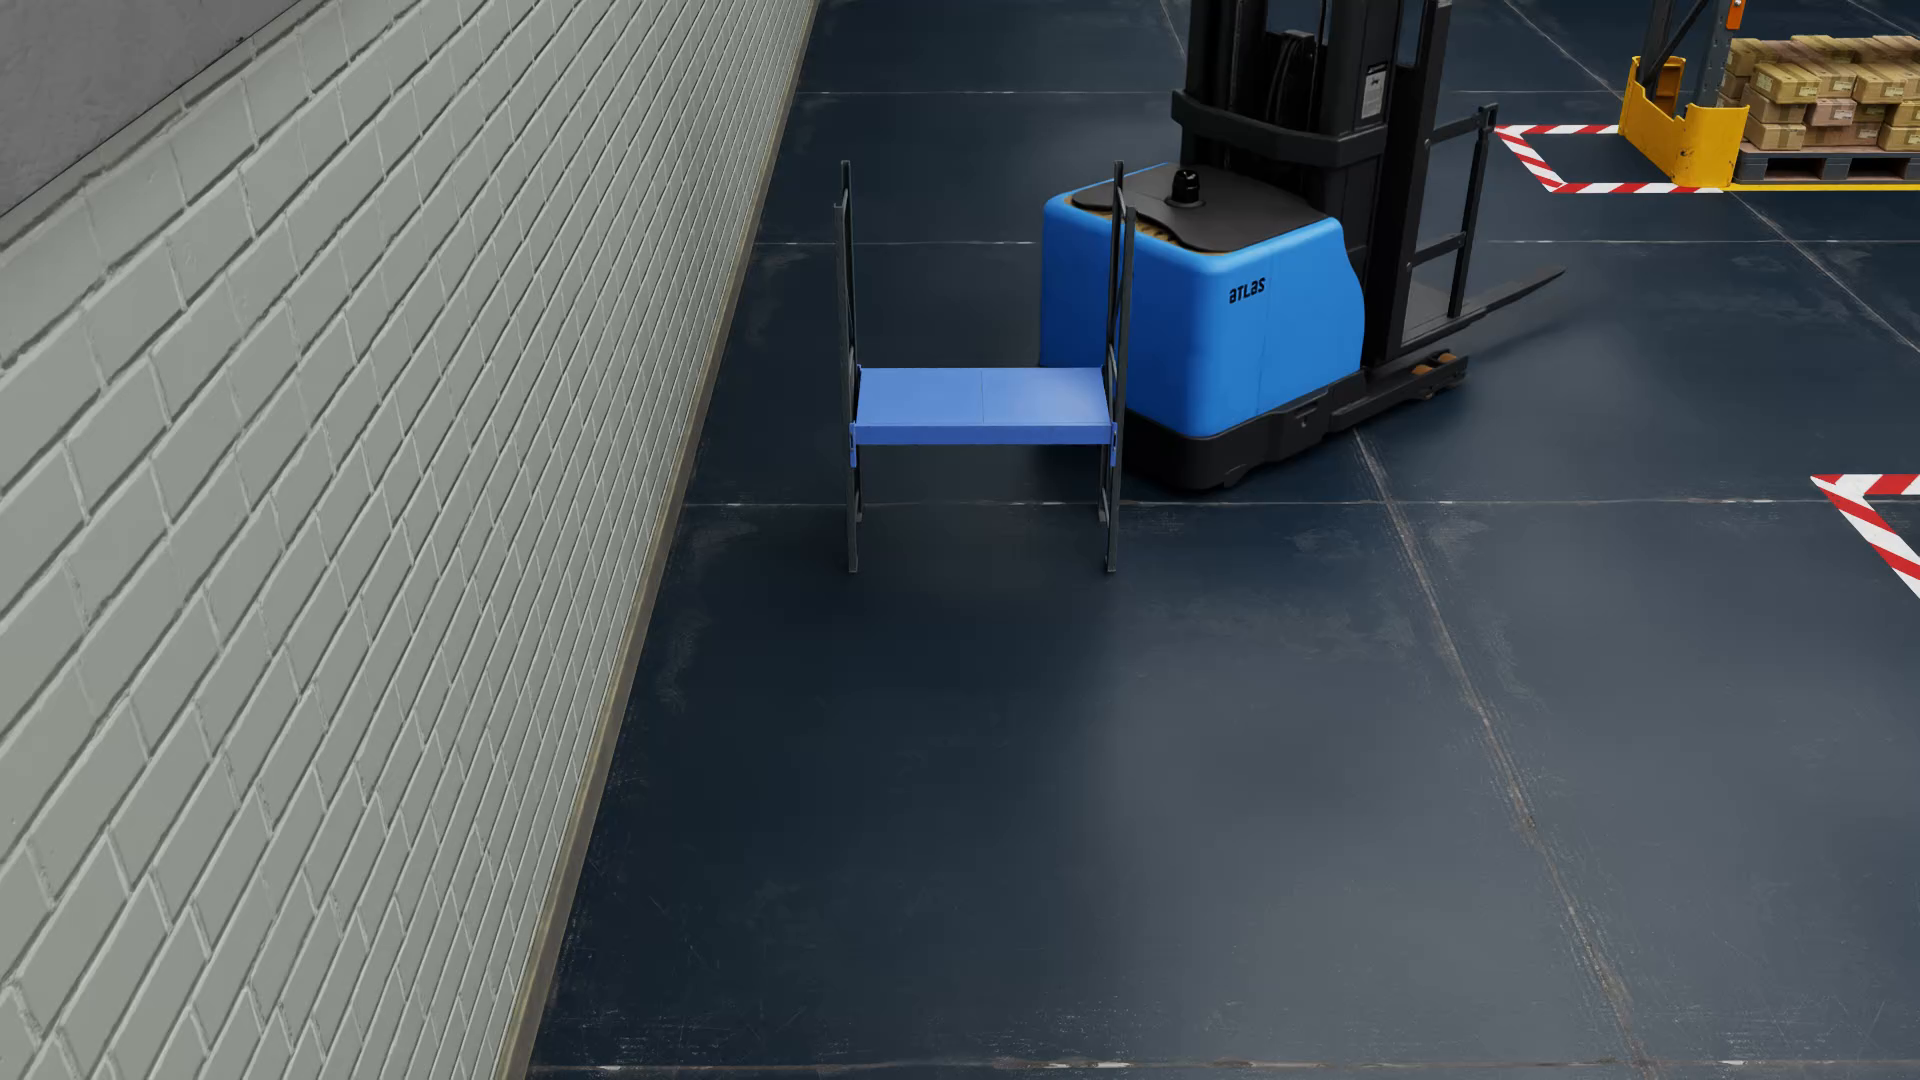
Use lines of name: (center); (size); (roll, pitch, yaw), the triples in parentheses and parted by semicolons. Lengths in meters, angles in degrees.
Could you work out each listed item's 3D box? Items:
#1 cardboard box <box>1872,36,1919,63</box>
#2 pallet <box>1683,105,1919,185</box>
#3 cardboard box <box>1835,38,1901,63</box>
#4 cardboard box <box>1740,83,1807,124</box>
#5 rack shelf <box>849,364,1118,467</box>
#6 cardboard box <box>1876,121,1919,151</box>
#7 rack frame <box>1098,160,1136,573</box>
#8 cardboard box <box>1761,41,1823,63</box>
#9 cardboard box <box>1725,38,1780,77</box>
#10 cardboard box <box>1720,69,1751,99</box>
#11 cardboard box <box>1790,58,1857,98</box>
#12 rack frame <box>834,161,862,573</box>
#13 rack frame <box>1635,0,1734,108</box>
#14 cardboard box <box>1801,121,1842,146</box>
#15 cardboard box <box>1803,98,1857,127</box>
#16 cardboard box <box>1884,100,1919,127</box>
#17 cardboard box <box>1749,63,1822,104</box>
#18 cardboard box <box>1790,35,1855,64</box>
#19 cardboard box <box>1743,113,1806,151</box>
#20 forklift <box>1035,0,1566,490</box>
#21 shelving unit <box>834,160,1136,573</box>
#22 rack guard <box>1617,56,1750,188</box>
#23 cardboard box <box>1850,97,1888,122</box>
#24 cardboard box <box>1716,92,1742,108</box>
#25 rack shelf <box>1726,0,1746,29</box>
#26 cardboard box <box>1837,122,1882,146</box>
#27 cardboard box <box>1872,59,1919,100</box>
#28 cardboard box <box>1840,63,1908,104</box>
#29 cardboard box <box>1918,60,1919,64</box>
cardboard box: (6.140, -3.167, 10.848); (0.250, 0.149, 0.380); (1, 31, 2)
pallet: (5.463, -2.575, 10.791); (1.213, 0.211, 1.003); (0, 31, 0)
cardboard box: (5.871, -3.137, 10.799); (0.250, 0.149, 0.380); (-1, 31, -2)
cardboard box: (5.100, -2.740, 10.430); (0.250, 0.149, 0.380); (1, 31, 2)
rack shelf: (0.085, -0.488, 6.455); (1.000, 0.185, 0.538); (0, 31, 0)
cardboard box: (5.866, -2.571, 10.439); (0.250, 0.149, 0.380); (0, 31, 0)
rack frame: (0.594, -0.643, 6.364); (0.032, 1.500, 0.500); (0, 31, 0)
cardboard box: (5.354, -3.102, 10.742); (0.250, 0.149, 0.380); (0, 31, 1)
cardboard box: (5.102, -3.131, 10.789); (0.250, 0.149, 0.380); (0, 31, 0)
cardboard box: (5.100, -3.021, 10.894); (0.250, 0.149, 0.380); (-1, 31, -2)
cardboard box: (5.375, -2.887, 10.386); (0.250, 0.149, 0.380); (0, 31, 1)
rack frame: (-0.423, -0.640, 6.359); (0.032, 1.500, 0.500); (0, 31, 0)
rack frame: (4.574, -3.783, 10.094); (0.127, 3.000, 1.000); (0, 31, 0)
cardboard box: (5.361, -2.623, 10.525); (0.250, 0.149, 0.380); (0, 31, 0)
cardboard box: (5.374, -2.711, 10.384); (0.250, 0.149, 0.380); (0, 31, -1)
cardboard box: (5.875, -2.702, 10.369); (0.250, 0.149, 0.380); (1, 31, 1)
cardboard box: (5.100, -2.824, 10.282); (0.250, 0.149, 0.380); (-2, 31, -3)
cardboard box: (5.612, -3.169, 10.852); (0.250, 0.149, 0.380); (-1, 31, -1)
cardboard box: (5.100, -2.580, 10.453); (0.250, 0.149, 0.380); (0, 31, 1)
forklift: (1.787, -2.095, 7.378); (3.031, 2.935, 1.130); (-24, 39, -34)
shelving unit: (0.085, -0.641, 6.361); (1.048, 1.500, 0.538); (0, 31, 0)
rack guard: (4.650, -2.715, 10.742); (0.348, 0.500, 1.175); (0, 31, 0)
cardboard box: (5.618, -2.758, 10.460); (0.250, 0.149, 0.380); (0, 31, 0)
cardboard box: (5.100, -2.854, 10.905); (0.250, 0.149, 0.380); (0, 31, 1)
rack shelf: (6.574, -3.482, 10.291); (4.000, 0.370, 1.077); (0, 31, 0)
cardboard box: (5.610, -2.627, 10.532); (0.250, 0.149, 0.380); (0, 31, 0)
cardboard box: (5.876, -2.865, 10.350); (0.250, 0.149, 0.380); (-2, 31, -3)
cardboard box: (5.628, -2.821, 10.278); (0.250, 0.149, 0.380); (0, 31, 0)
cardboard box: (6.153, -2.861, 10.344); (0.250, 0.149, 0.380); (1, 31, 2)
